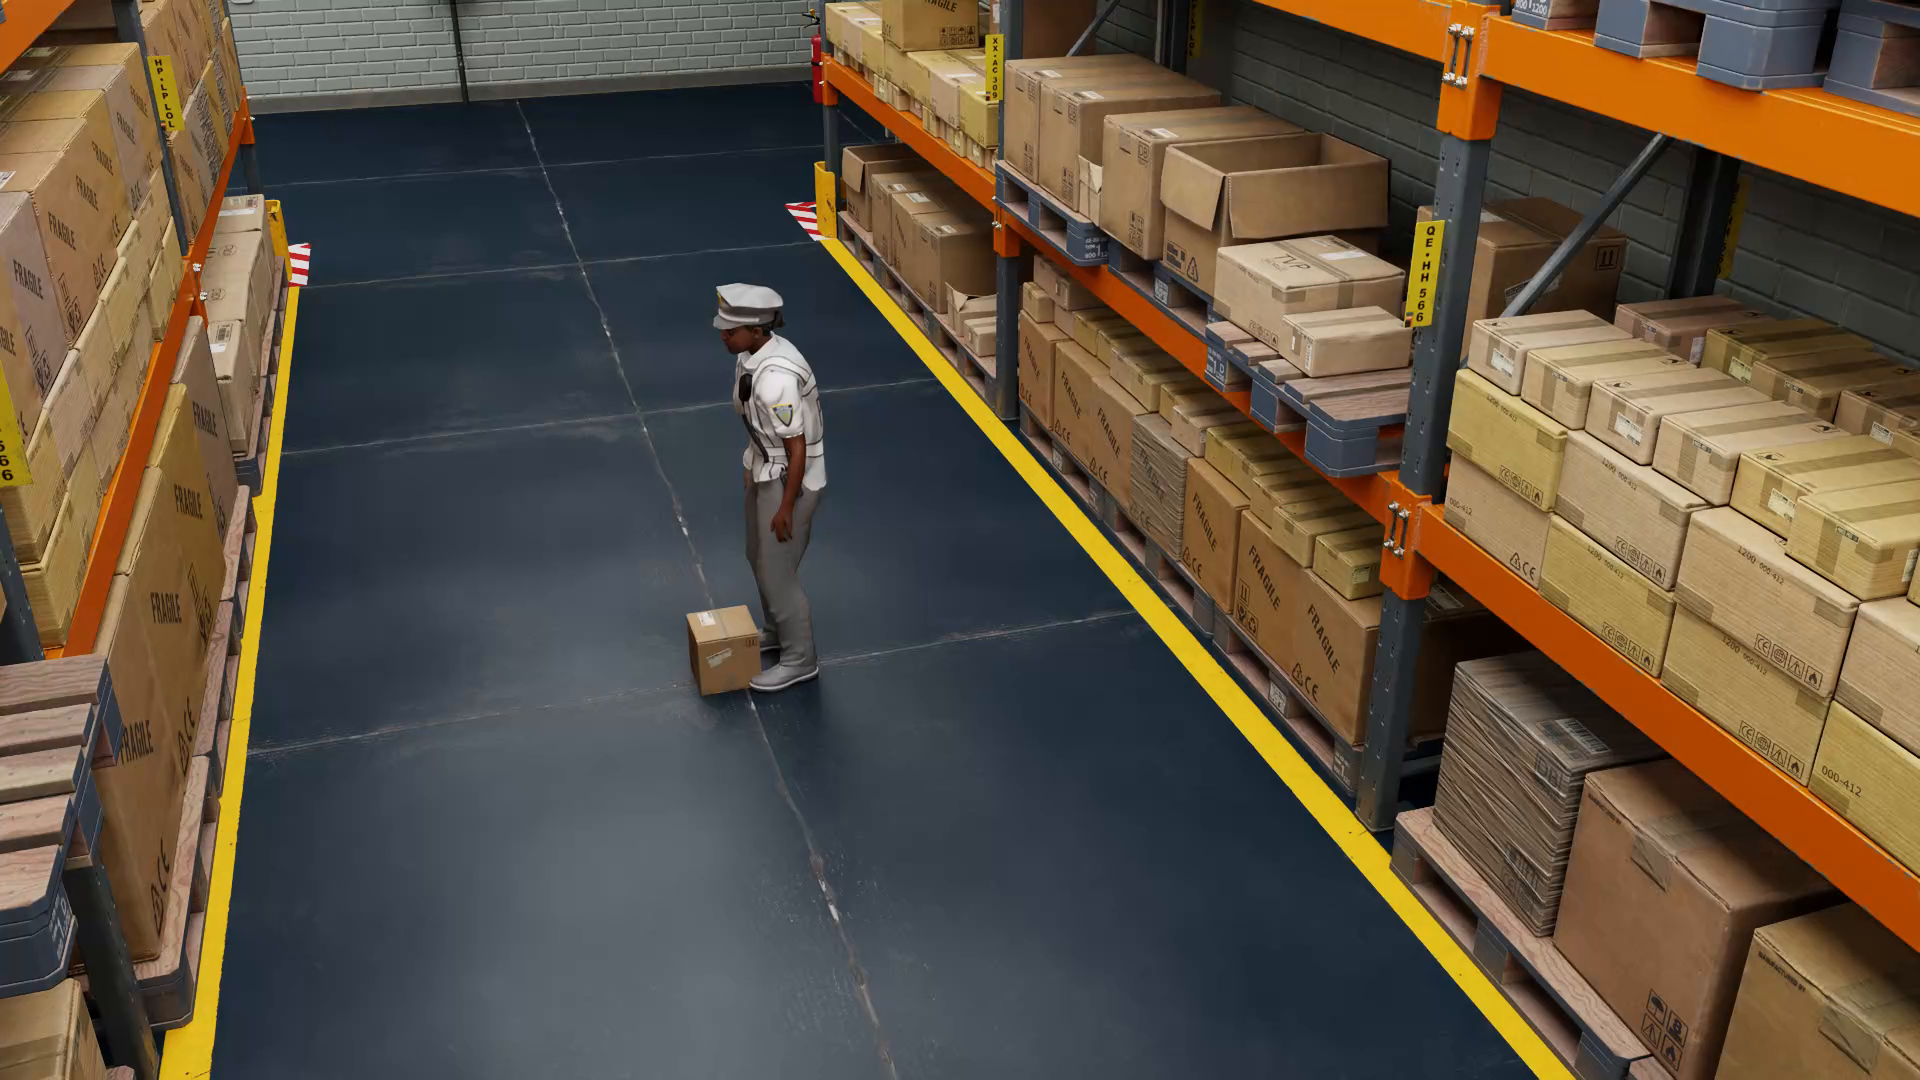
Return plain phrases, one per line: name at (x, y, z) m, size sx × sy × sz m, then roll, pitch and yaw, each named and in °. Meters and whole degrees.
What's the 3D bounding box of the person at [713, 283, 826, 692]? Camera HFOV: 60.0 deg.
person at (-0.738, -0.215, 6.546) m, size 0.398 × 1.660 × 0.530 m, roll -9°, pitch 28°, yaw -18°
